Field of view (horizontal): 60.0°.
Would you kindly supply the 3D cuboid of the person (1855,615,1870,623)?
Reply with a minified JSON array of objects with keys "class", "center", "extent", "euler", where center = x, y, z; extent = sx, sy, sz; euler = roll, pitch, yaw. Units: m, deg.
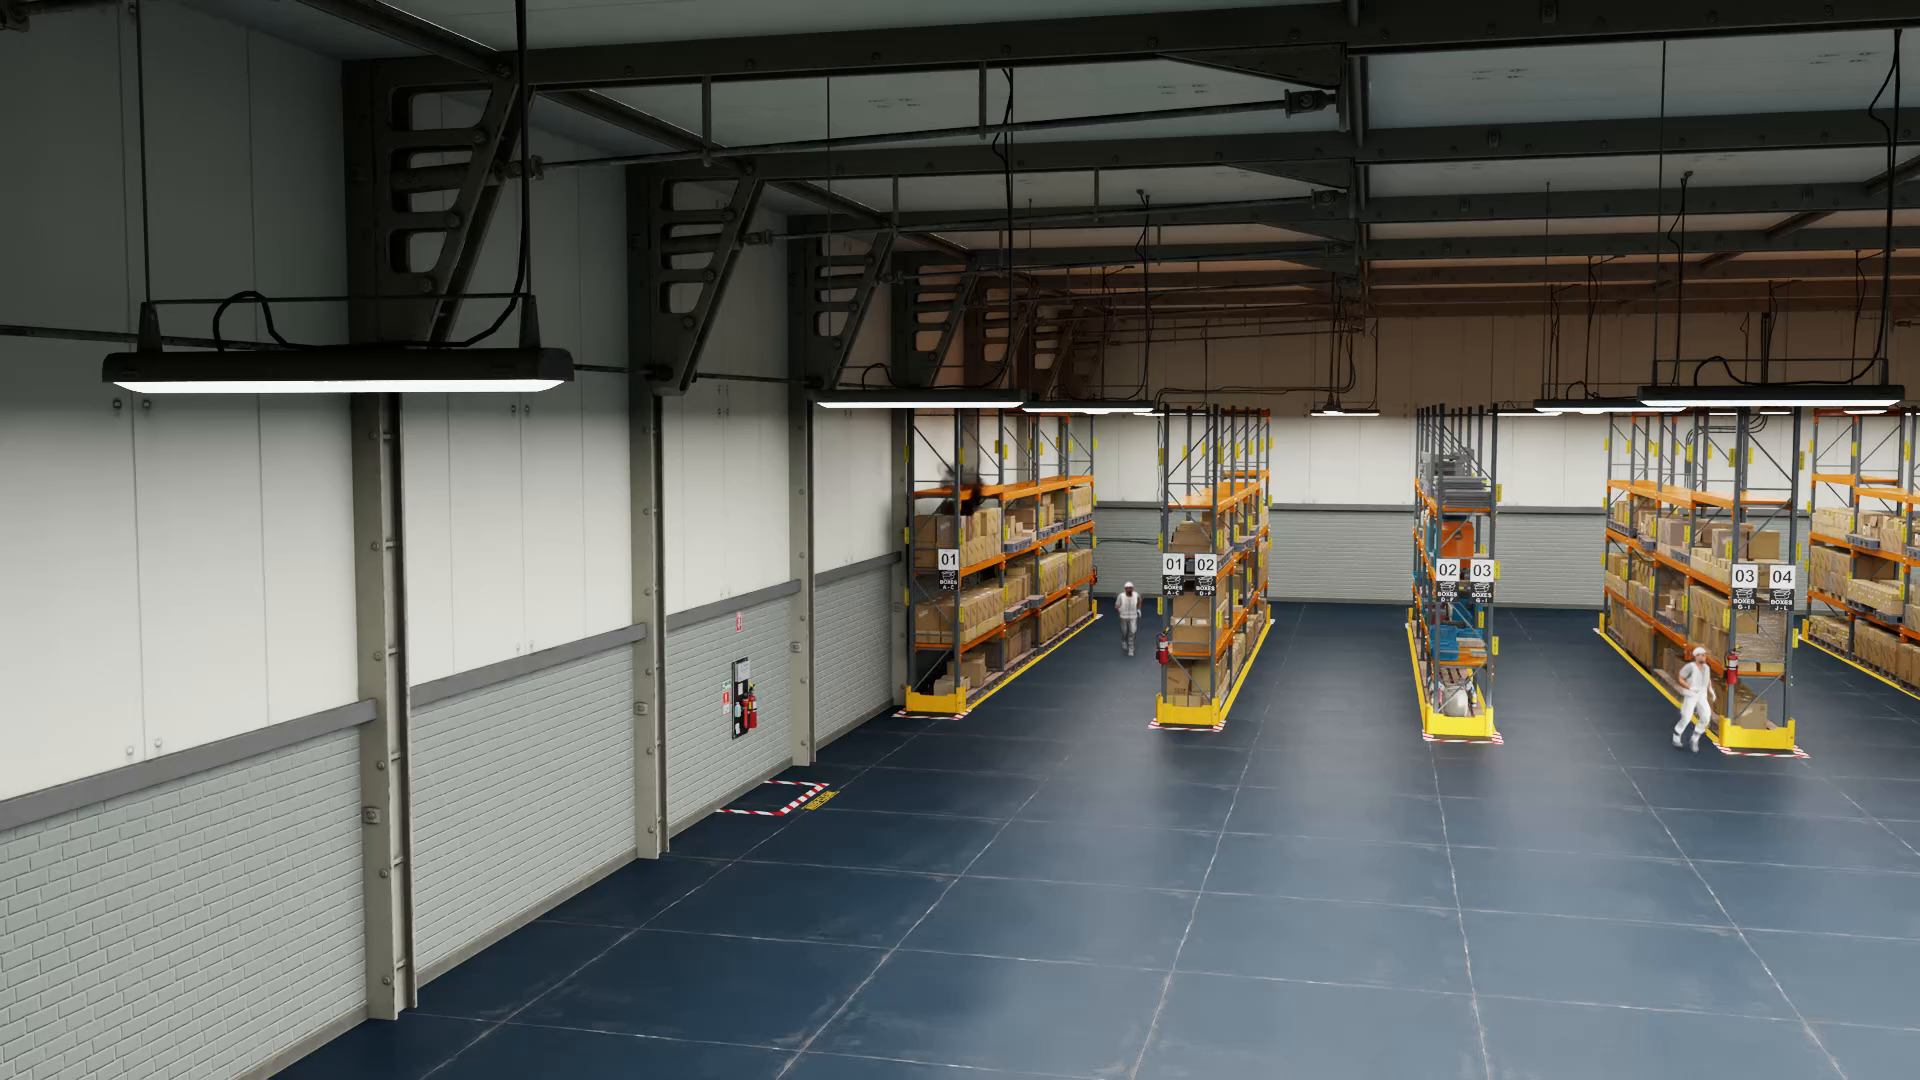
[{"class":"person","center":[23.909,1.733,44.243],"extent":[0.606,1.576,0.556],"euler":[2,5,23]}]

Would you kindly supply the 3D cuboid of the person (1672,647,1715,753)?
[{"class":"person","center":[12.736,2.751,28.740],"extent":[0.732,1.799,0.633],"euler":[-1,4,-11]}]

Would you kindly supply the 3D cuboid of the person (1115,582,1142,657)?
[{"class":"person","center":[4.092,1.892,40.349],"extent":[0.663,1.773,0.967],"euler":[0,4,1]}]
